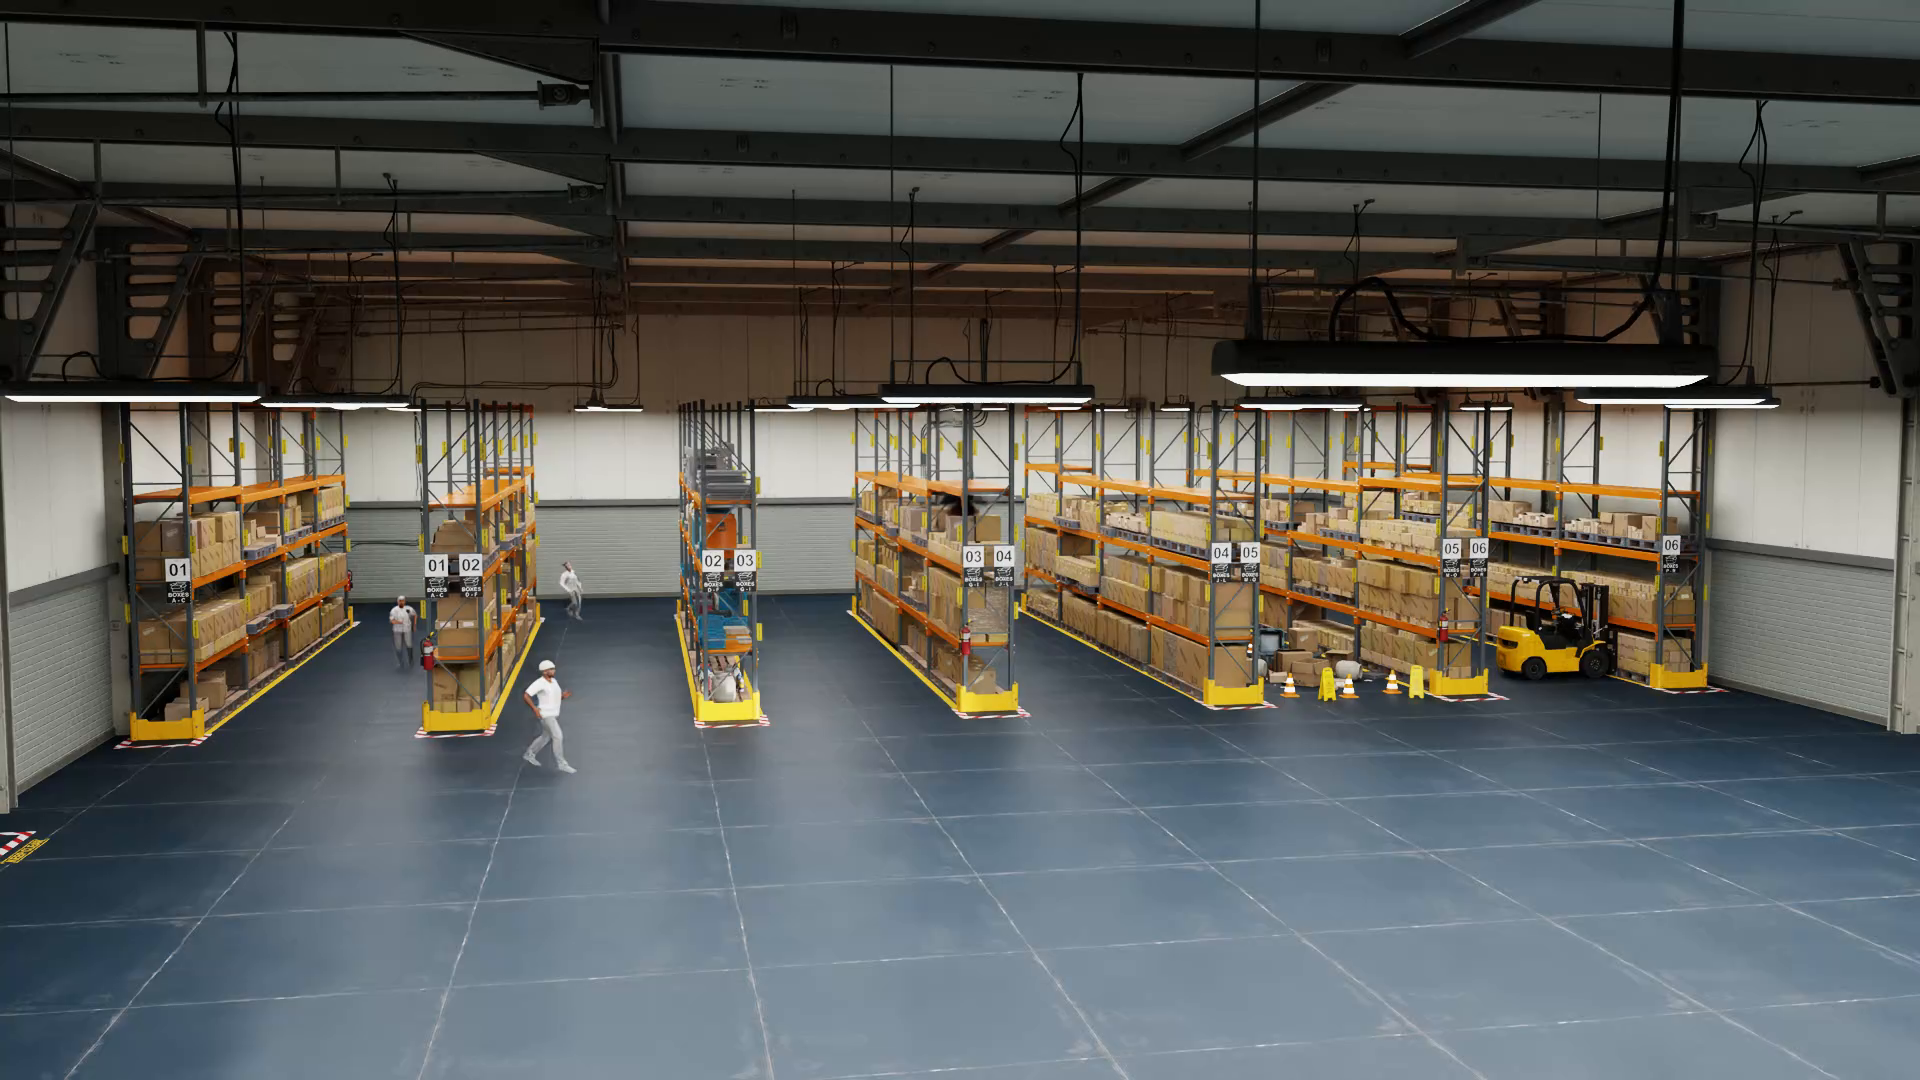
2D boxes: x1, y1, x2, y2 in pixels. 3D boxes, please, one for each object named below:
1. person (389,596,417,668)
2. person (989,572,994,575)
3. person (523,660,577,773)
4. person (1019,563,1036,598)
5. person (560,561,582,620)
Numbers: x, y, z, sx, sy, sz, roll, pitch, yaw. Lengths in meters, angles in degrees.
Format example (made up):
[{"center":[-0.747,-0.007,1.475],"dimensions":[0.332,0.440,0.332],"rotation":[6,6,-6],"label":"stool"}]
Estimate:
[{"center":[-12.524,2.073,37.424],"dimensions":[0.601,1.644,0.638],"rotation":[-1,5,-18],"label":"person"},{"center":[0.937,1.334,46.536],"dimensions":[0.695,1.775,0.982],"rotation":[-1,4,-10],"label":"person"},{"center":[-6.567,2.808,26.573],"dimensions":[0.946,1.777,0.691],"rotation":[1,4,8],"label":"person"},{"center":[2.143,1.112,50.151],"dimensions":[0.636,1.683,0.669],"rotation":[-3,5,-38],"label":"person"},{"center":[-10.853,1.410,46.493],"dimensions":[0.546,1.659,0.672],"rotation":[3,5,35],"label":"person"}]
